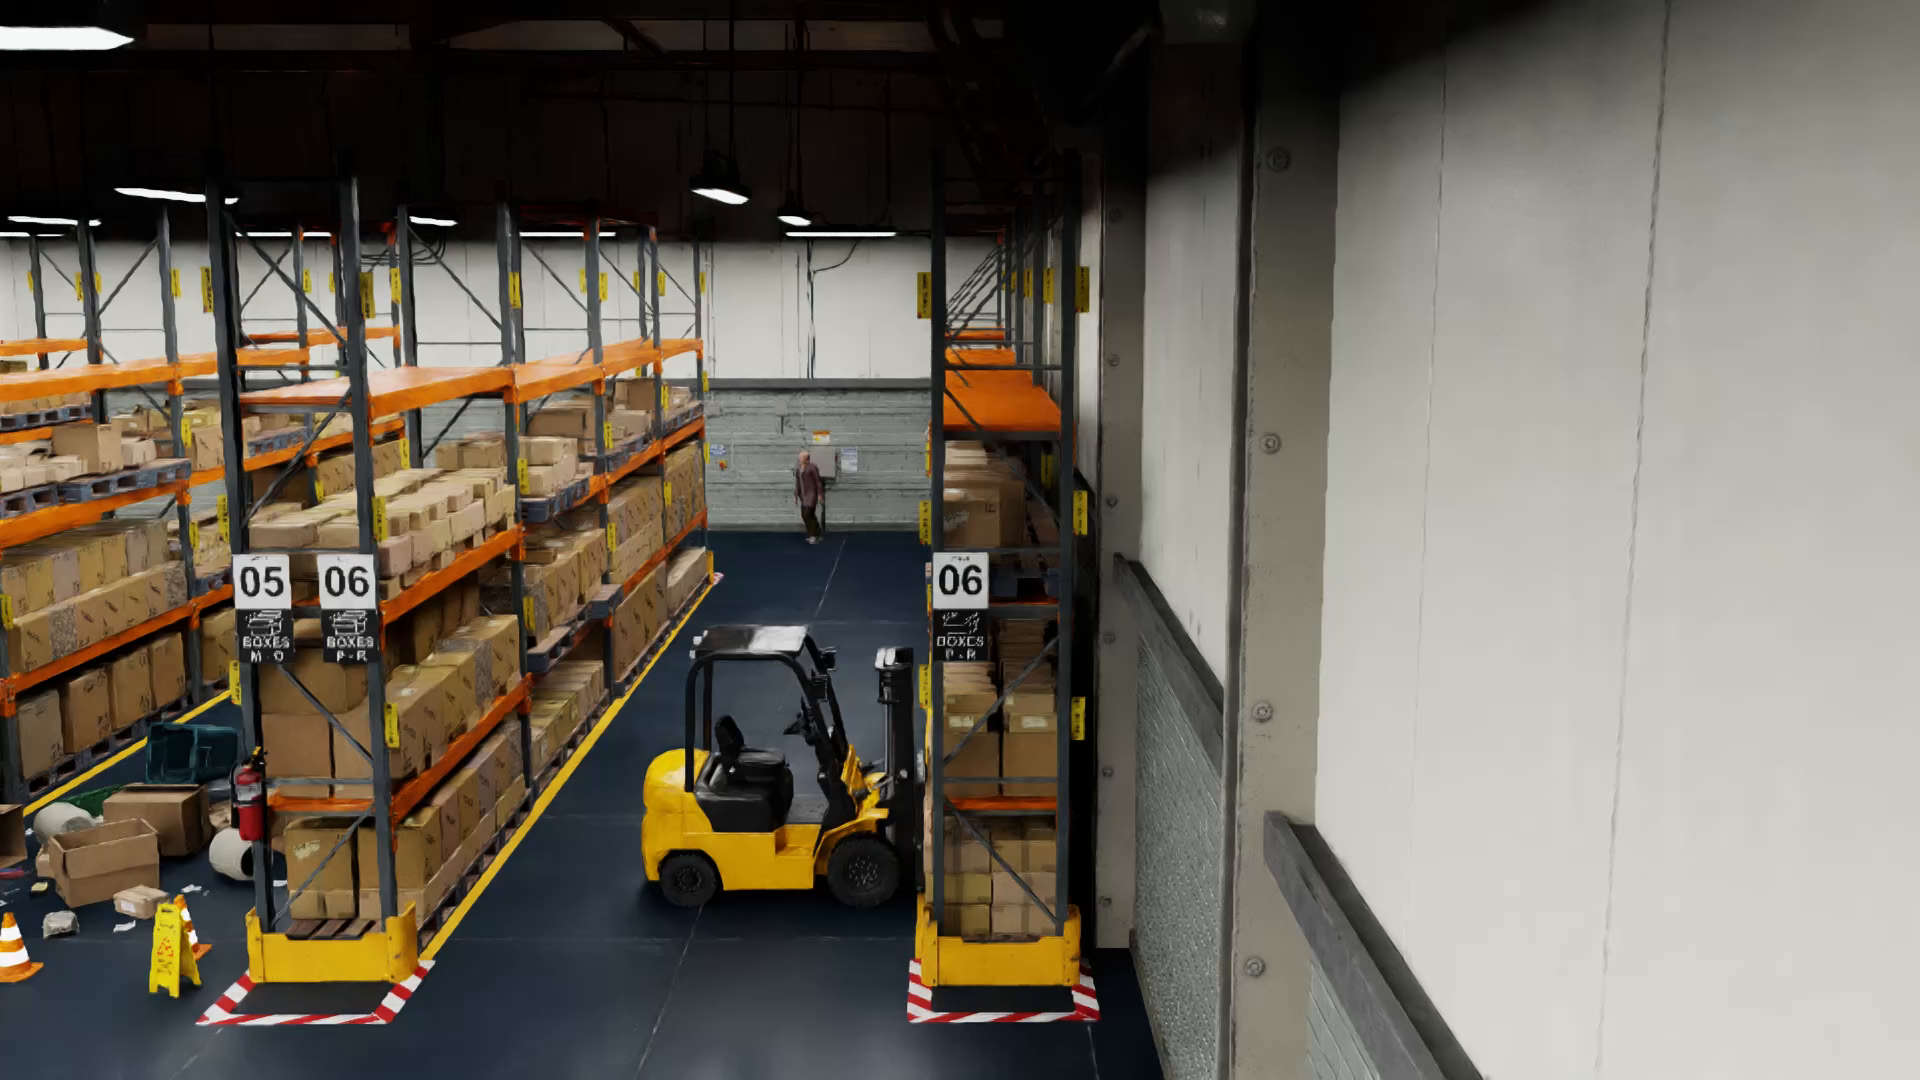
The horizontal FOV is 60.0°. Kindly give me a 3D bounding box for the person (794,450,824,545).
[{"bbox_3d":[-2.903,-0.843,32.088,0.541,1.782,0.688,-7,12,-38],"label":"person"}]
